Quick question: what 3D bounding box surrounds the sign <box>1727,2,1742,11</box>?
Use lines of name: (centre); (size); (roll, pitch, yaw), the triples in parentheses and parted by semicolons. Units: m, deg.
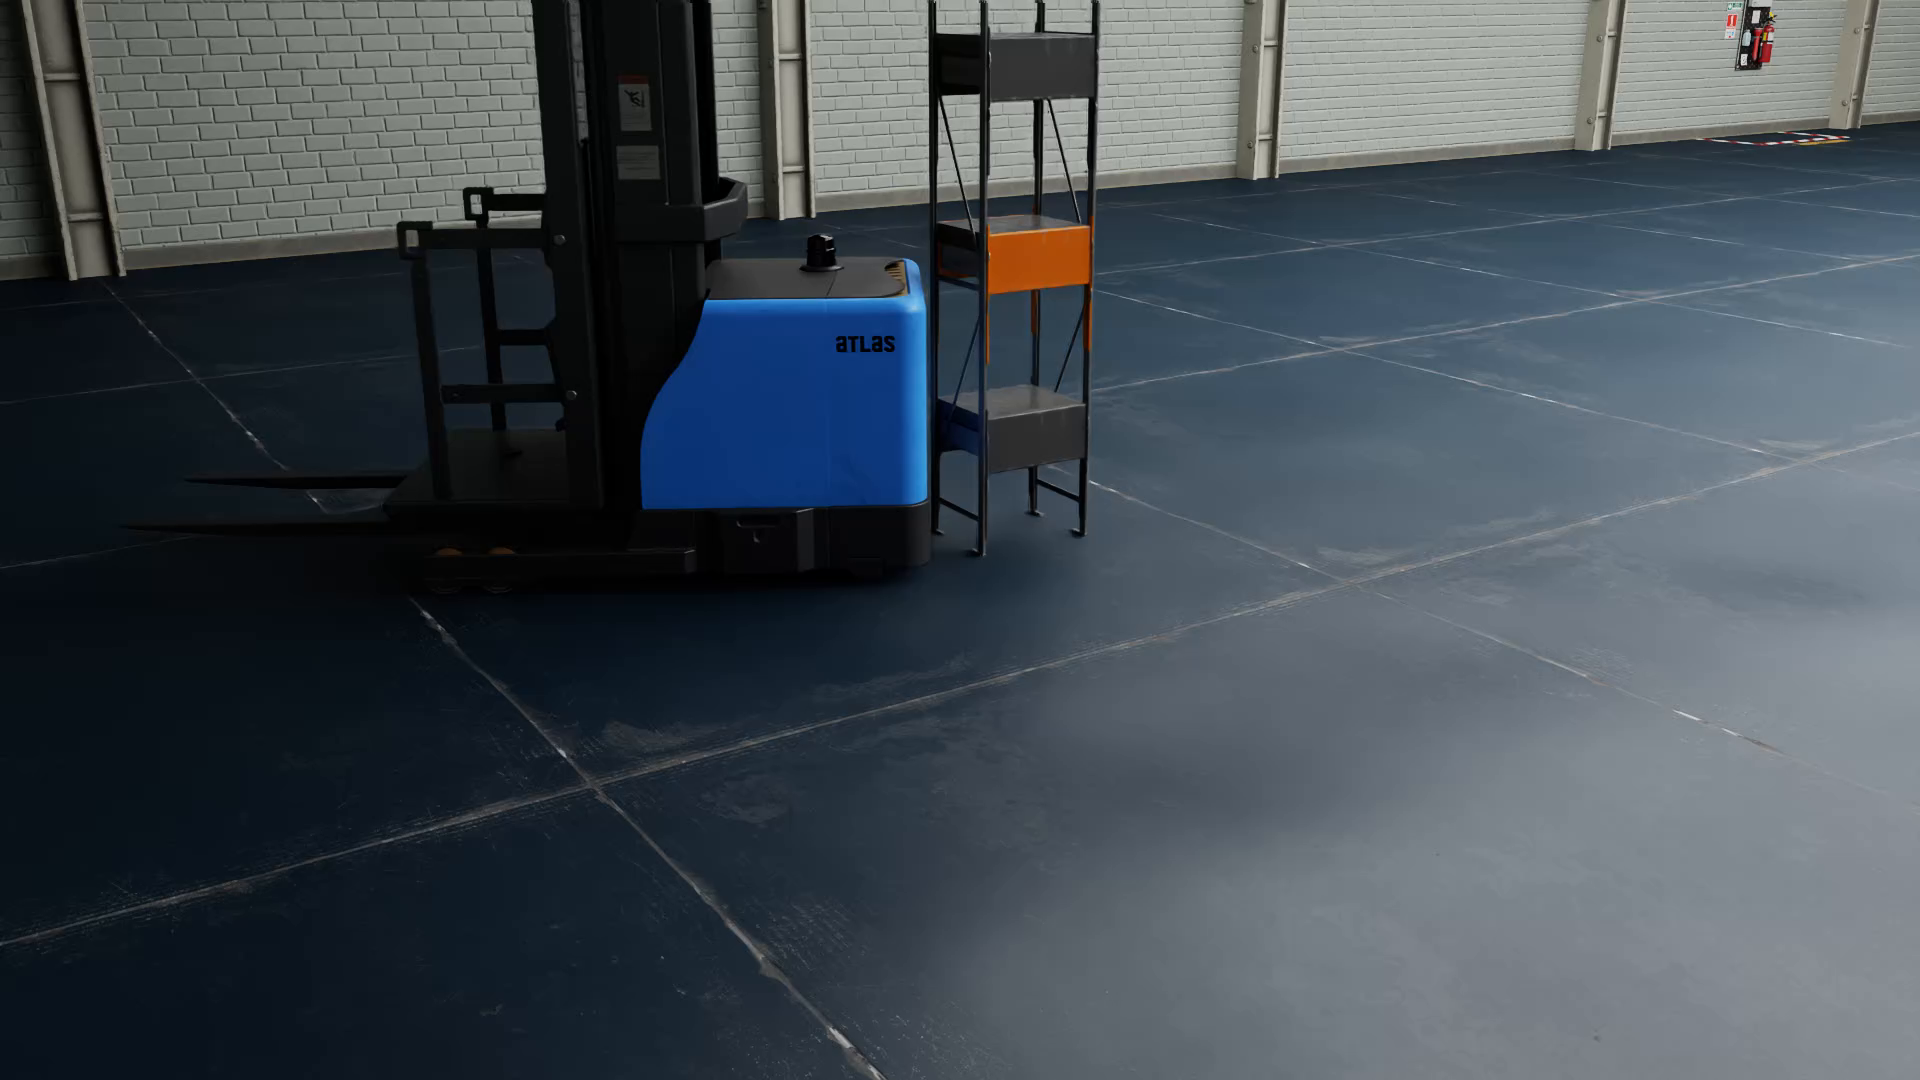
sign: (10.818, -7.451, 23.217); (0.331, 0.109, 0.001); (-12, 22, -31)

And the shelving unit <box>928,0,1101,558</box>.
shelving unit: (0.200, -1.022, 6.489); (0.503, 2.100, 0.431); (-11, 22, -29)

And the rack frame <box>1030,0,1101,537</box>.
rack frame: (0.409, -1.062, 6.609); (0.015, 2.100, 0.400); (-11, 22, -29)

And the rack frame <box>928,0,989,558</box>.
rack frame: (-0.008, -0.981, 6.369); (0.015, 2.100, 0.400); (-11, 22, -29)

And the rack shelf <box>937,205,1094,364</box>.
rack shelf: (0.200, -1.009, 6.493); (0.480, 0.518, 0.431); (-11, 22, -29)

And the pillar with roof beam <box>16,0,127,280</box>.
pillar with roof beam: (-4.264, -5.142, 7.905); (0.400, 9.000, 9.100); (-12, 22, -31)

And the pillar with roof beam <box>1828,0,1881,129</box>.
pillar with roof beam: (15.780, -9.370, 20.409); (0.400, 9.000, 9.100); (-12, 22, -31)

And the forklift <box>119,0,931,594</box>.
forklift: (-1.645, -1.361, 6.195); (3.031, 2.935, 1.130); (-1, 19, -3)

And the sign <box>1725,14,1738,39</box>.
sign: (10.809, -7.201, 23.306); (0.234, 0.329, 0.001); (-12, 22, -31)

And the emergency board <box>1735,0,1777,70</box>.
emergency board: (11.328, -7.254, 23.518); (0.643, 1.169, 0.194); (-12, 22, -31)

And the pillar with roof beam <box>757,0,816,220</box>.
pillar with roof beam: (0.747, -6.199, 11.031); (0.400, 9.000, 9.100); (-12, 22, -31)

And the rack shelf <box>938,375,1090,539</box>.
rack shelf: (0.200, -0.346, 6.717); (0.480, 0.518, 0.431); (-11, 22, -29)

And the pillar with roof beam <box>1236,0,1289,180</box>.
pillar with roof beam: (5.758, -7.256, 14.157); (0.400, 9.000, 9.100); (-12, 22, -31)

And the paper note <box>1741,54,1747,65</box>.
paper note: (11.142, -6.824, 23.622); (0.142, 0.148, 0.016); (-12, 22, -31)

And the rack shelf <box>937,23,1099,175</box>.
rack shelf: (0.200, -1.672, 6.269); (0.480, 0.518, 0.431); (-11, 22, -29)

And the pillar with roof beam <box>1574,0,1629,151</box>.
pillar with roof beam: (10.769, -8.313, 17.283); (0.400, 9.000, 9.100); (-12, 22, -31)
